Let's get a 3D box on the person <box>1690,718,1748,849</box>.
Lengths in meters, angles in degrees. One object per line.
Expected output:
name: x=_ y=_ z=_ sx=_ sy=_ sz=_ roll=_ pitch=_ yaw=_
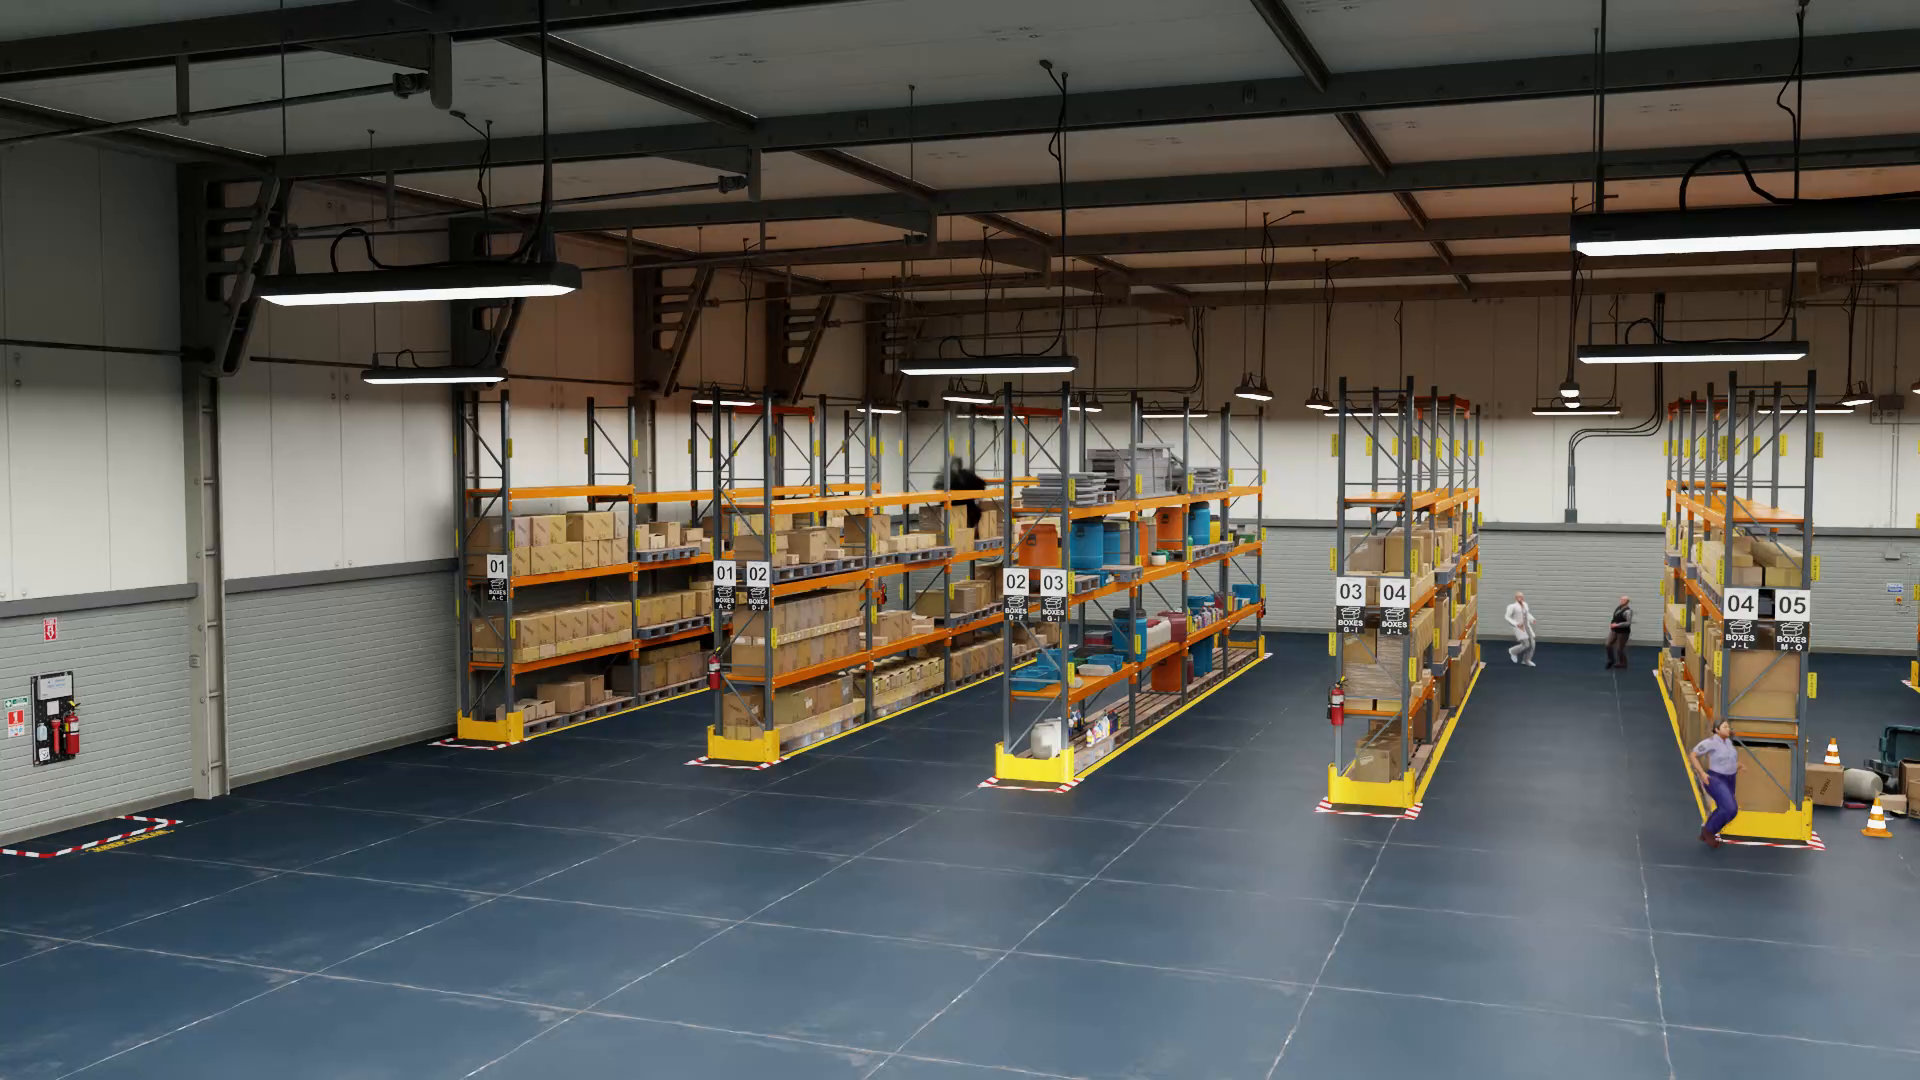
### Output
person: x=9.508 y=3.040 z=20.742 sx=0.584 sy=1.619 sz=0.637 roll=-2 pitch=4 yaw=-33

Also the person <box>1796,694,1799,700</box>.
person: x=16.105 y=2.416 z=32.213 sx=0.552 sy=1.697 sz=1.009 roll=1 pitch=3 yaw=18

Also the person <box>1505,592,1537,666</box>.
person: x=12.922 y=2.053 z=38.332 sx=0.716 sy=1.701 sz=0.619 roll=-2 pitch=4 yaw=-29

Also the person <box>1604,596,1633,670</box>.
person: x=14.868 y=2.100 z=37.435 sx=0.646 sy=1.707 sz=0.679 roll=-1 pitch=3 yaw=-23
